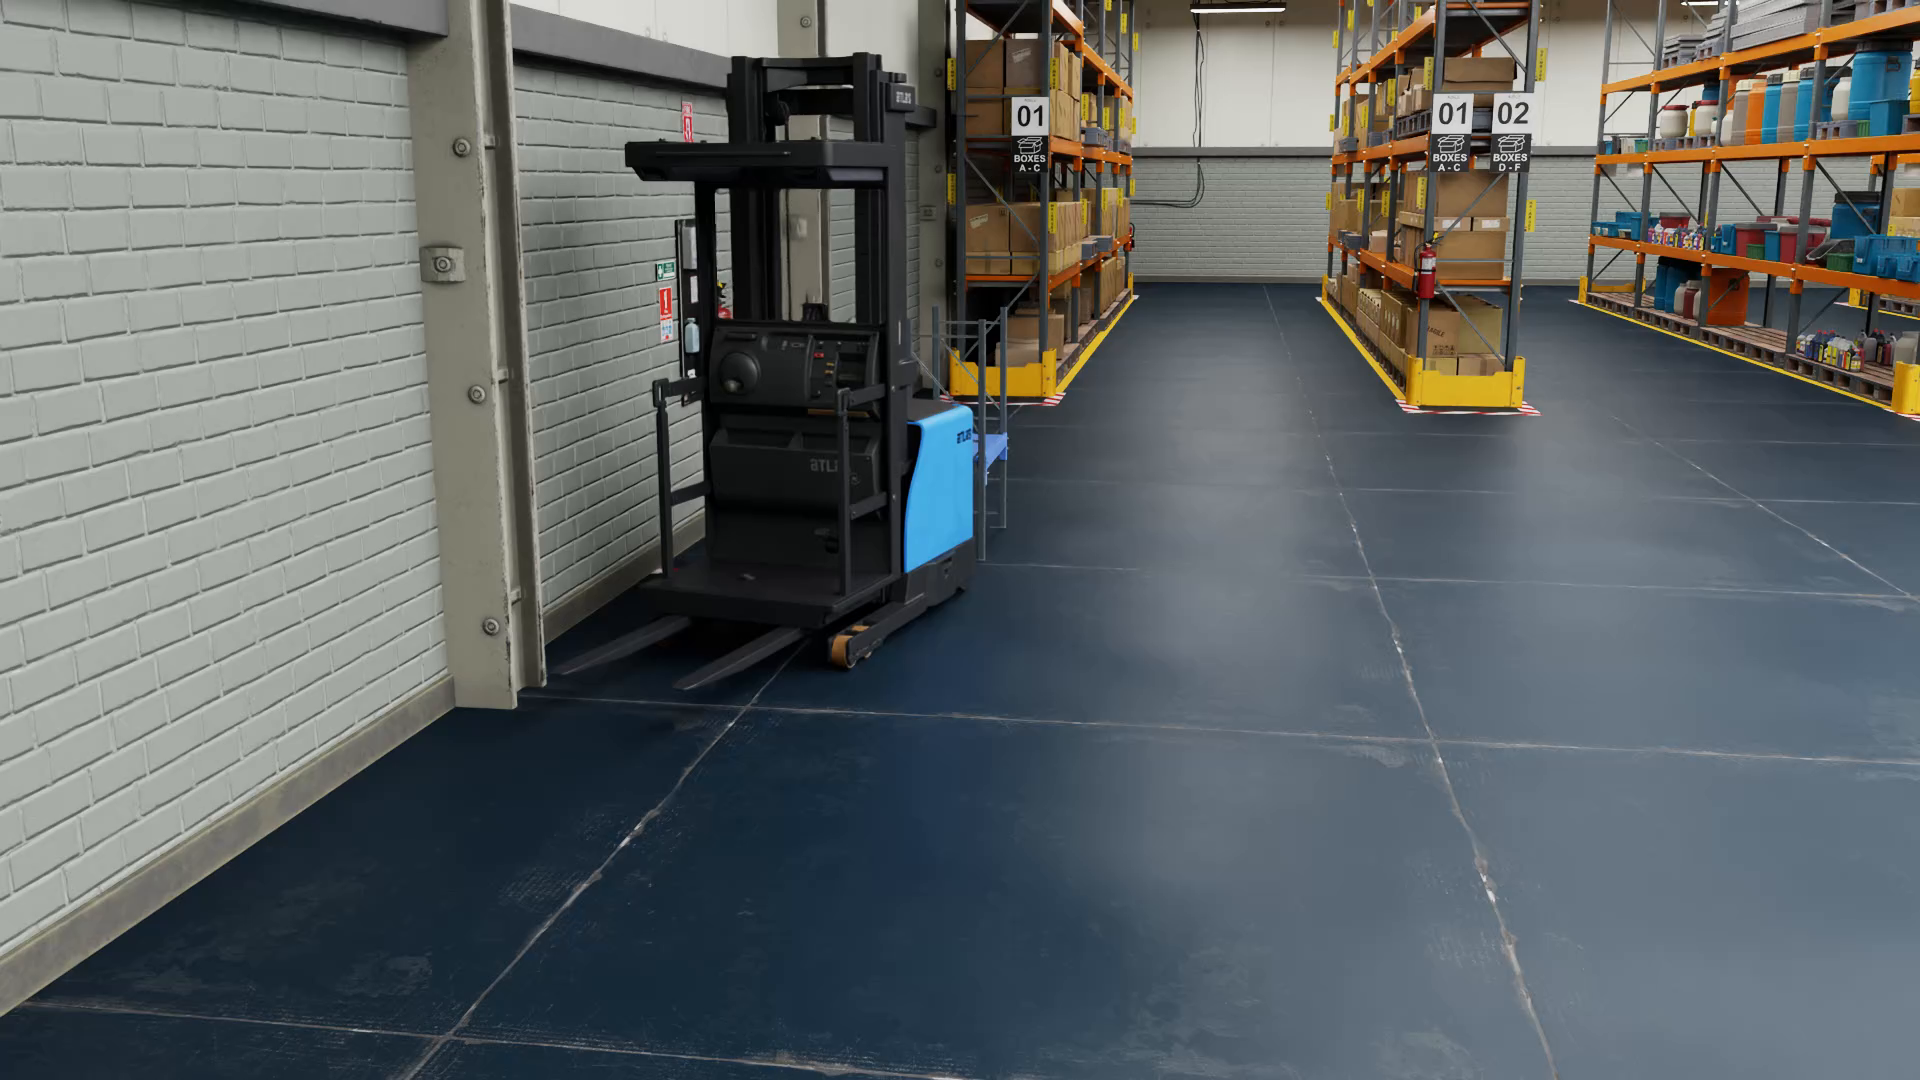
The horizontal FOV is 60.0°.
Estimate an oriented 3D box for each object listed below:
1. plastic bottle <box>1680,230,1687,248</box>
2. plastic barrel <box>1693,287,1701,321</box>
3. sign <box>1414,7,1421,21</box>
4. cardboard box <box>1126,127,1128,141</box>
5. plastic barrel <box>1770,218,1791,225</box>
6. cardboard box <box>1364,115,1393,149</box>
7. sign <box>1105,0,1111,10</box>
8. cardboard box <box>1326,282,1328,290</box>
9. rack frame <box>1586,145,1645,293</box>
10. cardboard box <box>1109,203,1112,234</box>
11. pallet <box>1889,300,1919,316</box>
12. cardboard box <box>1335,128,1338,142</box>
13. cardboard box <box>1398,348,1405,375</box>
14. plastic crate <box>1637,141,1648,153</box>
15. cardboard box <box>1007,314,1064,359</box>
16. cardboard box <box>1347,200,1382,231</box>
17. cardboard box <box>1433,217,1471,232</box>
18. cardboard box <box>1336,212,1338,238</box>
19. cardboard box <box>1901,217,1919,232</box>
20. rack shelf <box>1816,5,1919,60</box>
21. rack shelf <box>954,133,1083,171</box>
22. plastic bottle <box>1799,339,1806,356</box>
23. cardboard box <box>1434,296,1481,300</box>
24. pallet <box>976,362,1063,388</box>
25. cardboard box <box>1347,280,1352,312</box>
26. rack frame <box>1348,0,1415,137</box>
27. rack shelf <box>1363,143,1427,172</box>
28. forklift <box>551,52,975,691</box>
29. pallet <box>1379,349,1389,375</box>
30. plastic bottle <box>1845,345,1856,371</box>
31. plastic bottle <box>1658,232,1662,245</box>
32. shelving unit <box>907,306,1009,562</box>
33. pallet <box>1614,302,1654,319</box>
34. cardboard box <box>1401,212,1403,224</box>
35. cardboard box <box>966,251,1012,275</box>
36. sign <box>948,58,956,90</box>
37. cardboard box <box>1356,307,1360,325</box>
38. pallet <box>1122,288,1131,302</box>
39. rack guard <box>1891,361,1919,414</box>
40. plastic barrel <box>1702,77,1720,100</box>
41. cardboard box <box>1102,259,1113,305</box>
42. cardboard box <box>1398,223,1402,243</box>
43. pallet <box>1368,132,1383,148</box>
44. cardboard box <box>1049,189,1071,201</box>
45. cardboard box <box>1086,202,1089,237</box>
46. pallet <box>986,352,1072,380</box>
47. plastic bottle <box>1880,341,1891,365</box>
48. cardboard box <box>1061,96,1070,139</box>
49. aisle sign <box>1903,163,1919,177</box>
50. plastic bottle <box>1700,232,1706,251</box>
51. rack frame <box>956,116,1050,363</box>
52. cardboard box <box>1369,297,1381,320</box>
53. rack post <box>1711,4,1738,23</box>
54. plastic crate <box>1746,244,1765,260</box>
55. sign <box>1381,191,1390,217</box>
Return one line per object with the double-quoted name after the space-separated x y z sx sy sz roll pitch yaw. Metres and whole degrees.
11.299 -4.700 25.958 0.061 0.283 0.133 2 12 9 "plastic bottle"
11.539 -3.633 25.638 0.421 0.512 0.421 0 12 0 "plastic barrel"
7.753 -8.865 28.174 0.100 0.325 0.005 2 12 9 "sign"
2.919 -7.676 31.495 0.500 0.250 0.500 2 12 7 "cardboard box"
11.535 -4.254 23.349 0.421 0.512 0.421 0 12 0 "plastic barrel"
6.622 -6.189 25.235 0.910 0.500 0.500 2 12 9 "cardboard box"
2.231 -8.154 25.065 0.100 0.325 0.005 2 12 9 "sign"
7.415 -4.993 32.764 0.380 0.149 0.250 2 12 9 "cardboard box"
12.712 -6.086 32.114 1.000 3.000 0.127 2 12 9 "rack frame"
2.260 -5.359 27.751 0.500 0.500 0.500 2 12 10 "cardboard box"
17.371 -4.140 29.704 1.003 0.211 1.213 2 12 9 "pallet"
7.398 -7.682 31.570 0.500 0.250 0.500 2 12 9 "cardboard box"
5.213 -2.004 18.700 0.500 0.250 0.500 2 12 9 "cardboard box"
11.864 -6.714 28.411 0.450 0.188 0.662 2 12 9 "plastic crate"
0.908 -2.480 20.272 0.700 0.500 0.500 1 12 5 "cardboard box"
6.866 -5.432 27.846 0.700 0.500 0.500 4 13 18 "cardboard box"
5.228 -3.368 17.726 0.380 0.149 0.250 2 12 8 "cardboard box"
7.181 -5.790 30.504 0.500 0.500 0.500 2 12 10 "cardboard box"
17.037 -5.585 29.438 0.500 0.250 0.500 2 12 8 "cardboard box"
10.559 -5.557 18.077 1.077 0.370 4.000 2 12 9 "rack shelf"
0.770 -4.607 19.840 1.077 0.370 4.000 2 12 9 "rack shelf"
10.369 -2.362 20.431 0.097 0.201 0.097 0 12 0 "plastic bottle"
5.956 -2.666 19.992 0.500 0.500 0.500 2 12 9 "cardboard box"
0.634 -1.897 19.295 1.003 0.211 1.213 2 12 9 "pallet"
6.655 -3.995 27.298 0.500 0.500 0.500 1 12 7 "cardboard box"
7.203 -8.347 28.367 1.000 3.000 0.127 2 12 9 "rack frame"
6.281 -5.280 22.963 1.077 0.370 4.000 2 12 9 "rack shelf"
-0.921 -0.906 8.241 1.130 2.935 3.031 5 13 21 "forklift"
5.809 -2.222 20.803 1.003 0.211 1.213 2 12 9 "pallet"
10.101 -2.064 18.855 0.061 0.283 0.133 2 12 10 "plastic bottle"
11.533 -4.953 27.326 0.097 0.201 0.097 0 12 0 "plastic bottle"
-0.013 -0.715 10.753 0.538 1.500 1.048 2 12 9 "shelving unit"
12.172 -4.045 29.260 1.003 0.211 1.213 2 12 9 "pallet"
5.702 -4.013 20.719 0.380 0.149 0.250 2 12 9 "cardboard box"
0.343 -3.117 18.643 0.500 0.250 0.500 2 12 9 "cardboard box"
-0.083 -4.998 17.842 0.100 0.325 0.005 2 12 9 "sign"
6.217 -3.344 24.919 0.500 0.250 0.500 2 12 8 "cardboard box"
2.878 -4.875 33.113 1.003 0.211 1.213 2 12 9 "pallet"
10.217 -1.551 17.003 1.175 0.500 0.348 2 12 9 "rack guard"
11.986 -6.810 26.166 0.600 0.901 0.708 2 12 9 "plastic barrel"
2.203 -4.404 28.416 0.750 0.750 0.750 2 12 10 "cardboard box"
6.188 -4.067 22.509 0.500 0.500 0.500 3 12 13 "cardboard box"
6.572 -5.812 24.170 1.213 0.211 1.003 2 12 11 "pallet"
1.506 -5.415 26.230 0.500 0.250 0.500 2 12 10 "cardboard box"
1.571 -4.790 24.820 0.700 0.500 0.500 1 12 3 "cardboard box"
0.824 -2.150 20.470 1.003 0.211 1.213 2 12 9 "pallet"
10.839 -2.194 19.459 0.061 0.283 0.133 2 12 9 "plastic bottle"
1.016 -4.994 19.642 0.500 0.500 0.500 3 12 12 "cardboard box"
17.914 -7.202 31.120 0.394 0.787 0.004 2 12 9 "aisle sign"
11.123 -4.462 24.854 0.061 0.283 0.133 2 12 9 "plastic bottle"
0.463 -3.076 18.149 1.000 3.000 0.127 2 12 9 "rack frame"
5.905 -3.191 22.877 0.500 0.311 0.500 2 12 8 "cardboard box"
11.505 -7.771 24.468 0.624 0.289 0.986 2 12 9 "rack post"
10.856 -3.856 22.270 0.450 0.188 0.662 2 12 9 "plastic crate"
5.435 -4.292 21.230 0.100 0.325 0.005 2 12 9 "sign"
